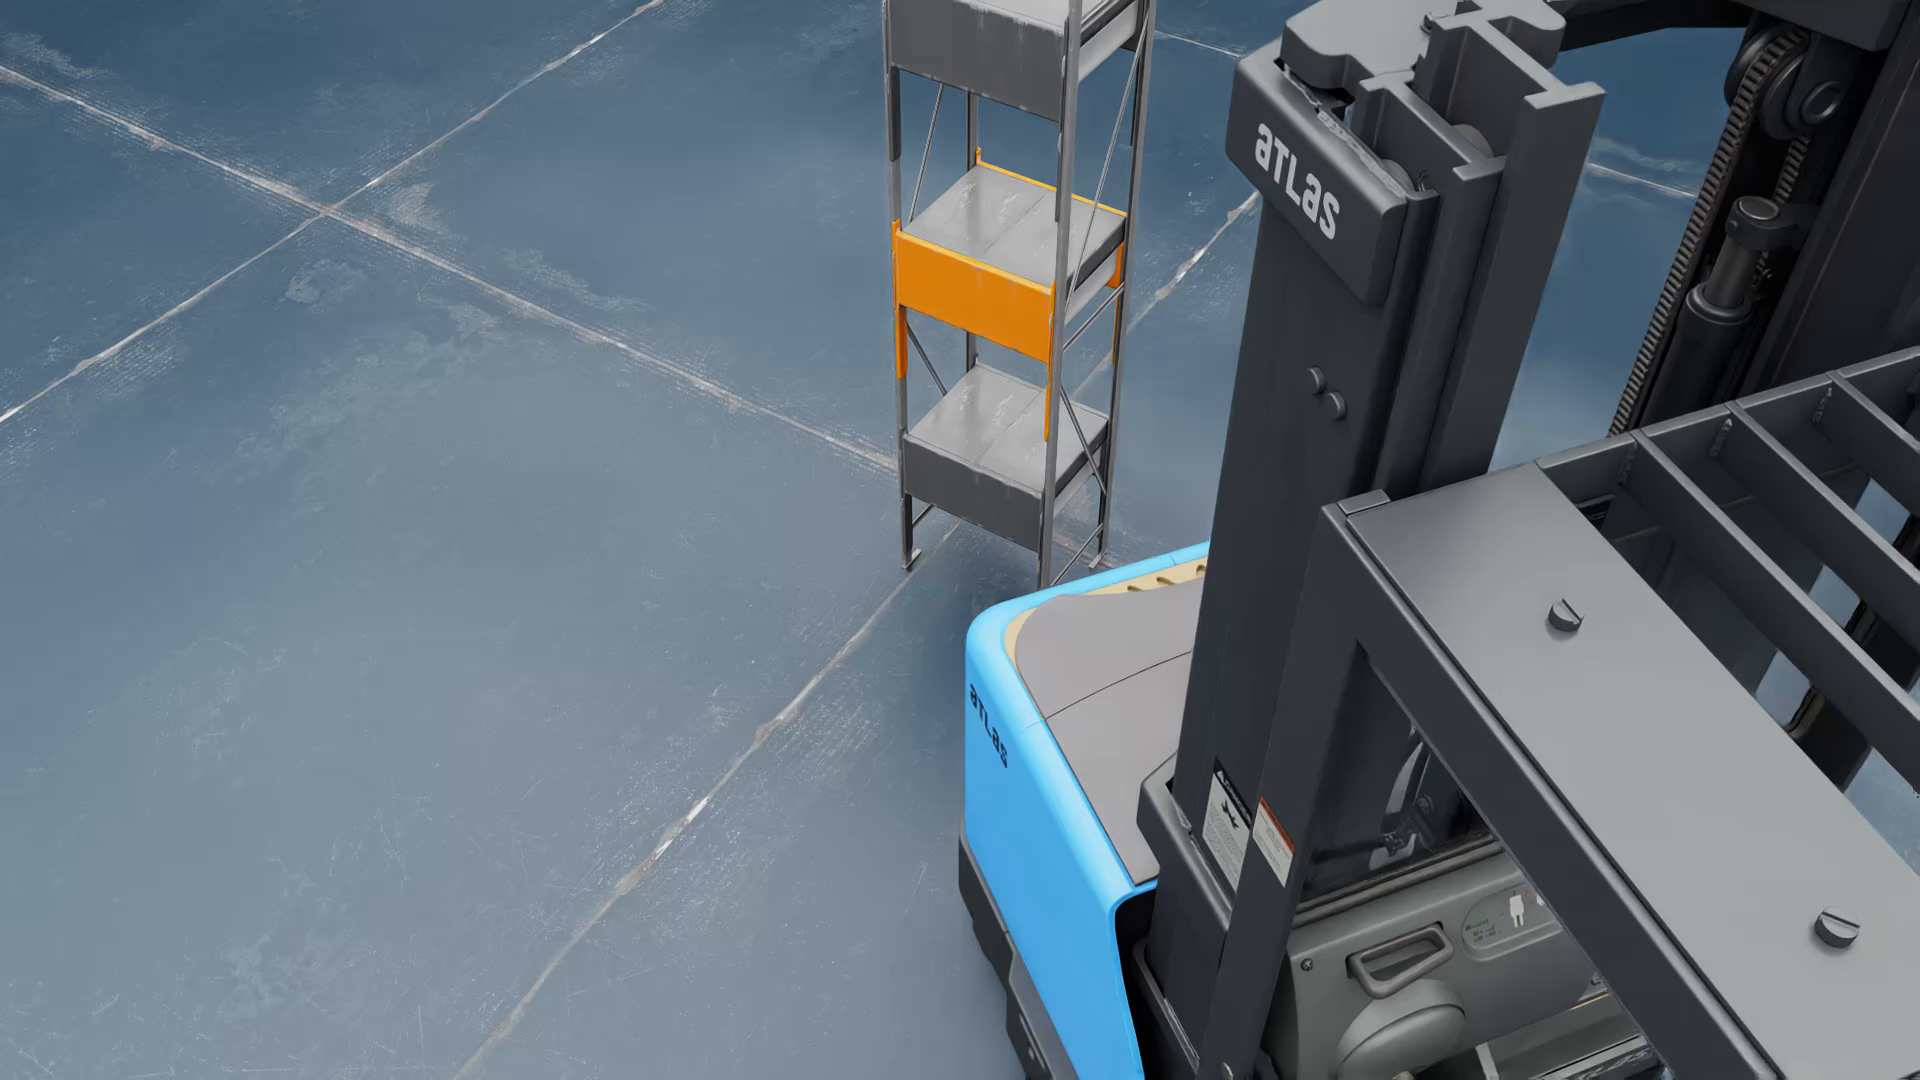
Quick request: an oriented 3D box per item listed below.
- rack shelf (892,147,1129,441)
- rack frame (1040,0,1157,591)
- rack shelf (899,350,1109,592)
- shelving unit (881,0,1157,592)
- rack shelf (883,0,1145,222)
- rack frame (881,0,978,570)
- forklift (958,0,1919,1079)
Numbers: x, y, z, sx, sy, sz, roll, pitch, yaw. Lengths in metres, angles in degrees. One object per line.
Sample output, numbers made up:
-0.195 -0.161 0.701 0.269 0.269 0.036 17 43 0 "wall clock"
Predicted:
0.139 -0.658 4.444 0.480 0.518 0.431 25 51 22 "rack shelf"
0.345 -0.573 4.343 0.015 2.100 0.400 25 51 22 "rack frame"
0.139 -0.170 4.946 0.480 0.518 0.431 25 51 22 "rack shelf"
0.139 -0.668 4.435 0.503 2.100 0.431 25 51 22 "shelving unit"
0.139 -1.146 3.942 0.480 0.518 0.431 25 51 22 "rack shelf"
-0.066 -0.762 4.526 0.015 2.100 0.400 25 51 22 "rack frame"
1.010 0.740 2.487 1.130 2.935 3.031 -16 48 -15 "forklift"
